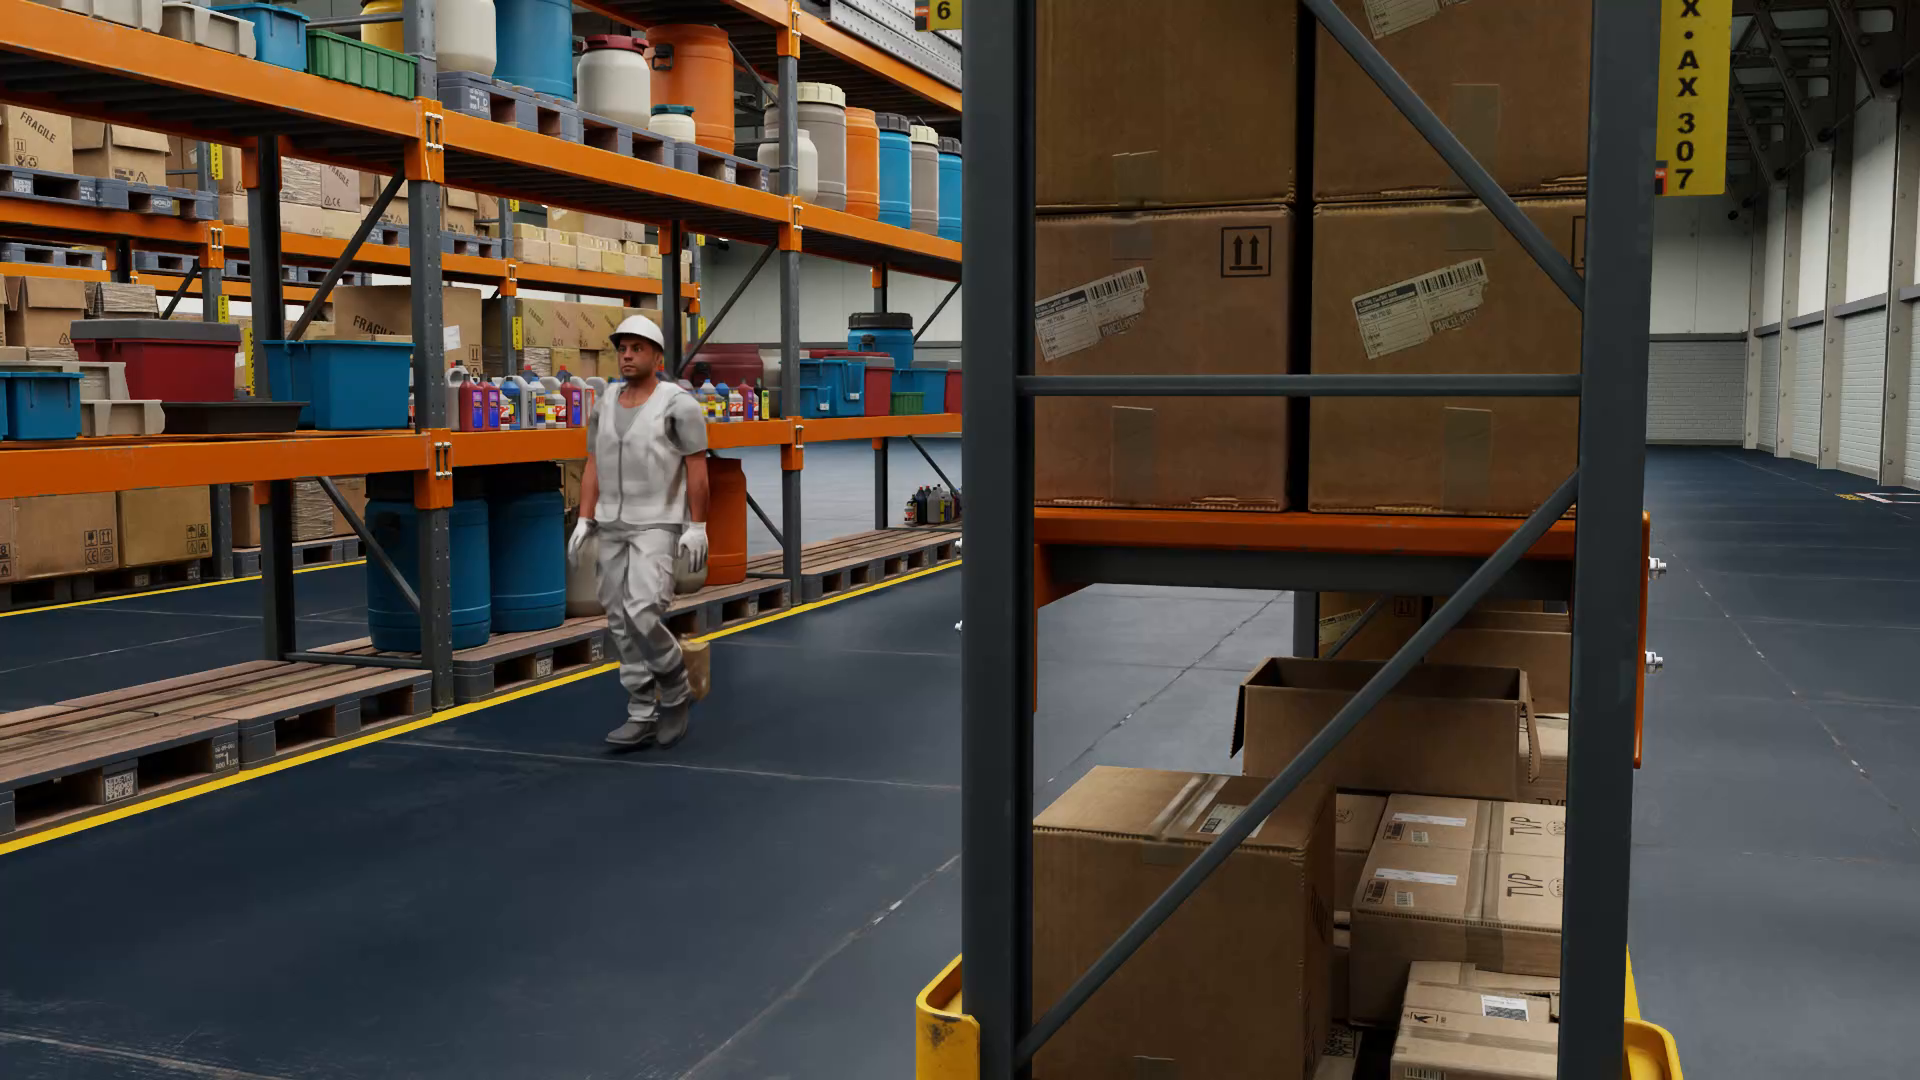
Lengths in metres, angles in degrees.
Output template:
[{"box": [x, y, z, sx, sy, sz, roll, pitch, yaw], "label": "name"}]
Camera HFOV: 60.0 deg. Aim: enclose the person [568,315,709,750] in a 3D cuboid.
[{"box": [-1.329, -0.023, 6.843, 0.539, 1.798, 0.449, 2, 6, 25], "label": "person"}]
